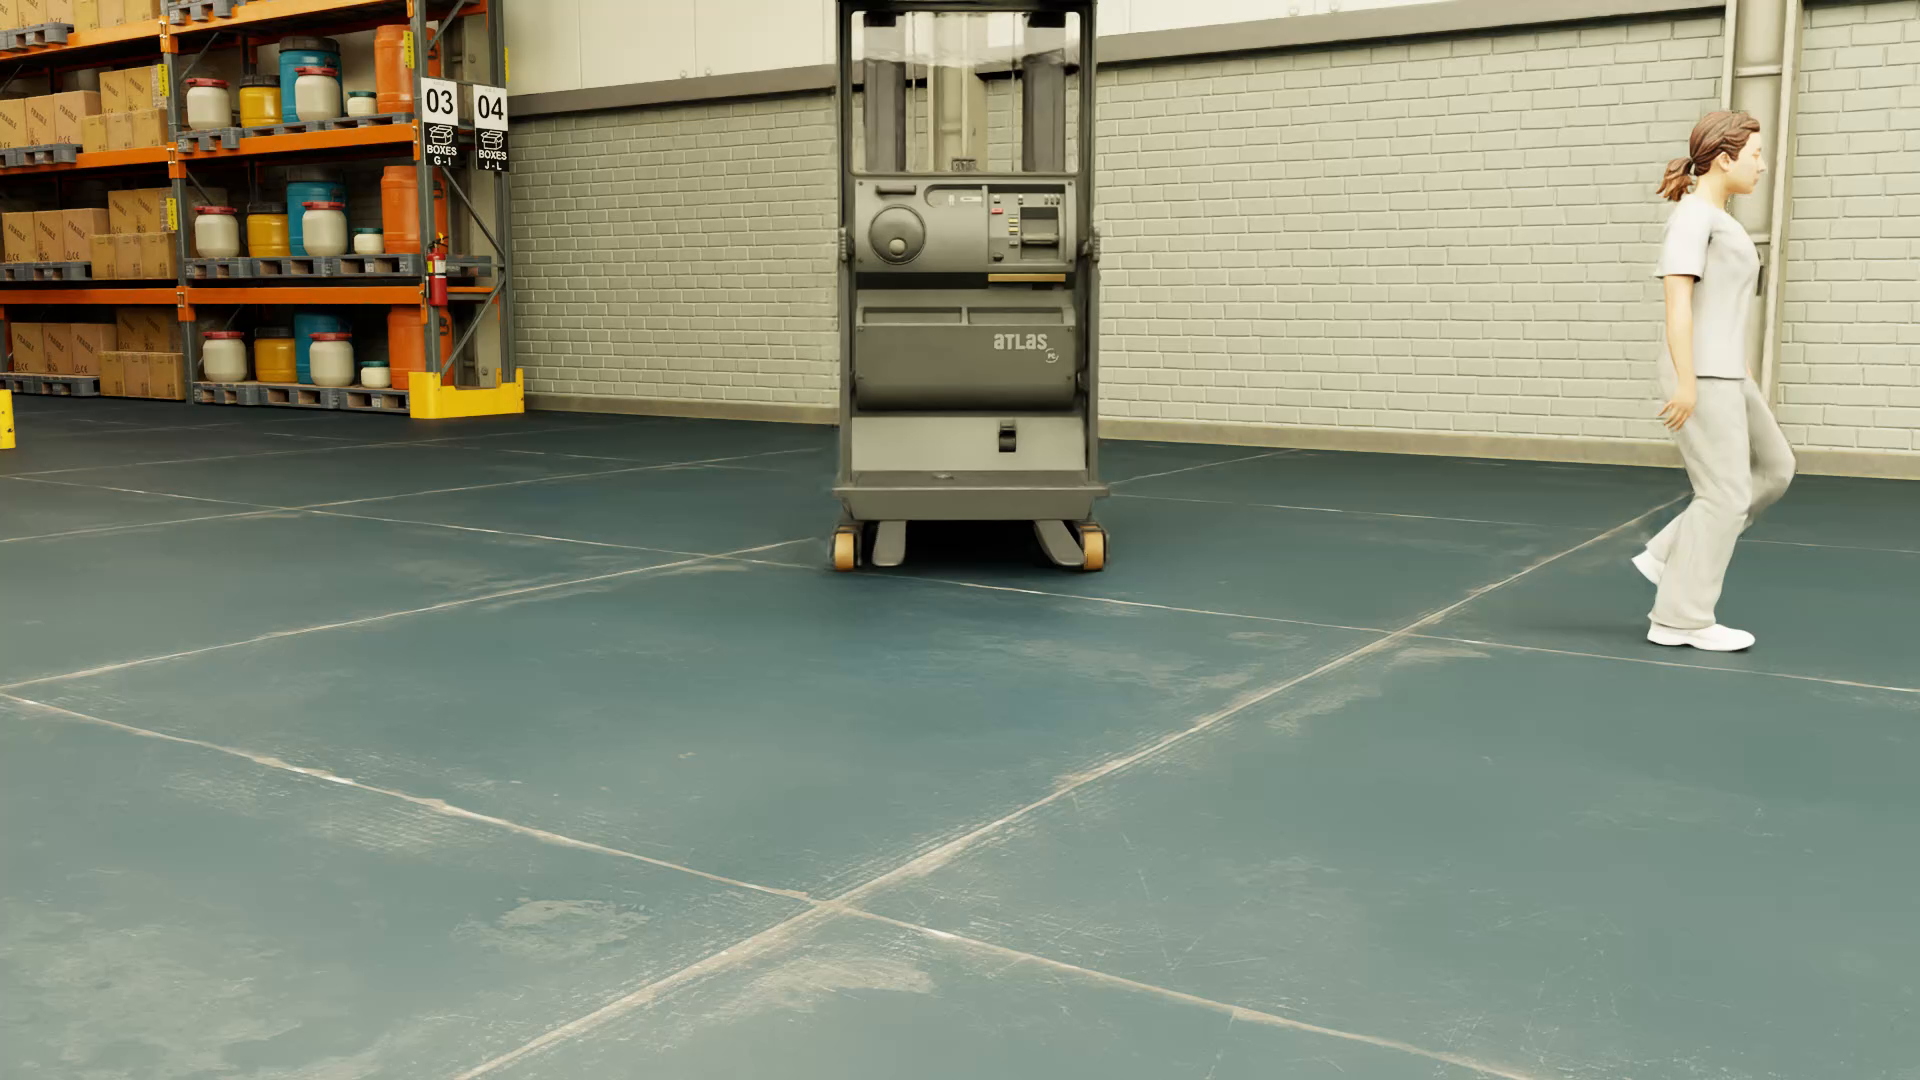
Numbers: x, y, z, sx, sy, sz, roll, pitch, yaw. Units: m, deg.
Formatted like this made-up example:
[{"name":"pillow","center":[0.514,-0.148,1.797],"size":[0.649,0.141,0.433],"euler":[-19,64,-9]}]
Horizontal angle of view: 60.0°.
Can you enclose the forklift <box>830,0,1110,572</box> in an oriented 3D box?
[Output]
[{"name":"forklift","center":[0.031,-1.364,6.784],"size":[1.130,2.935,3.031],"euler":[0,8,-1]}]

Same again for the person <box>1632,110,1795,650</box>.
[{"name":"person","center":[2.366,-0.490,5.179],"size":[0.460,1.655,0.594],"euler":[4,9,25]}]
